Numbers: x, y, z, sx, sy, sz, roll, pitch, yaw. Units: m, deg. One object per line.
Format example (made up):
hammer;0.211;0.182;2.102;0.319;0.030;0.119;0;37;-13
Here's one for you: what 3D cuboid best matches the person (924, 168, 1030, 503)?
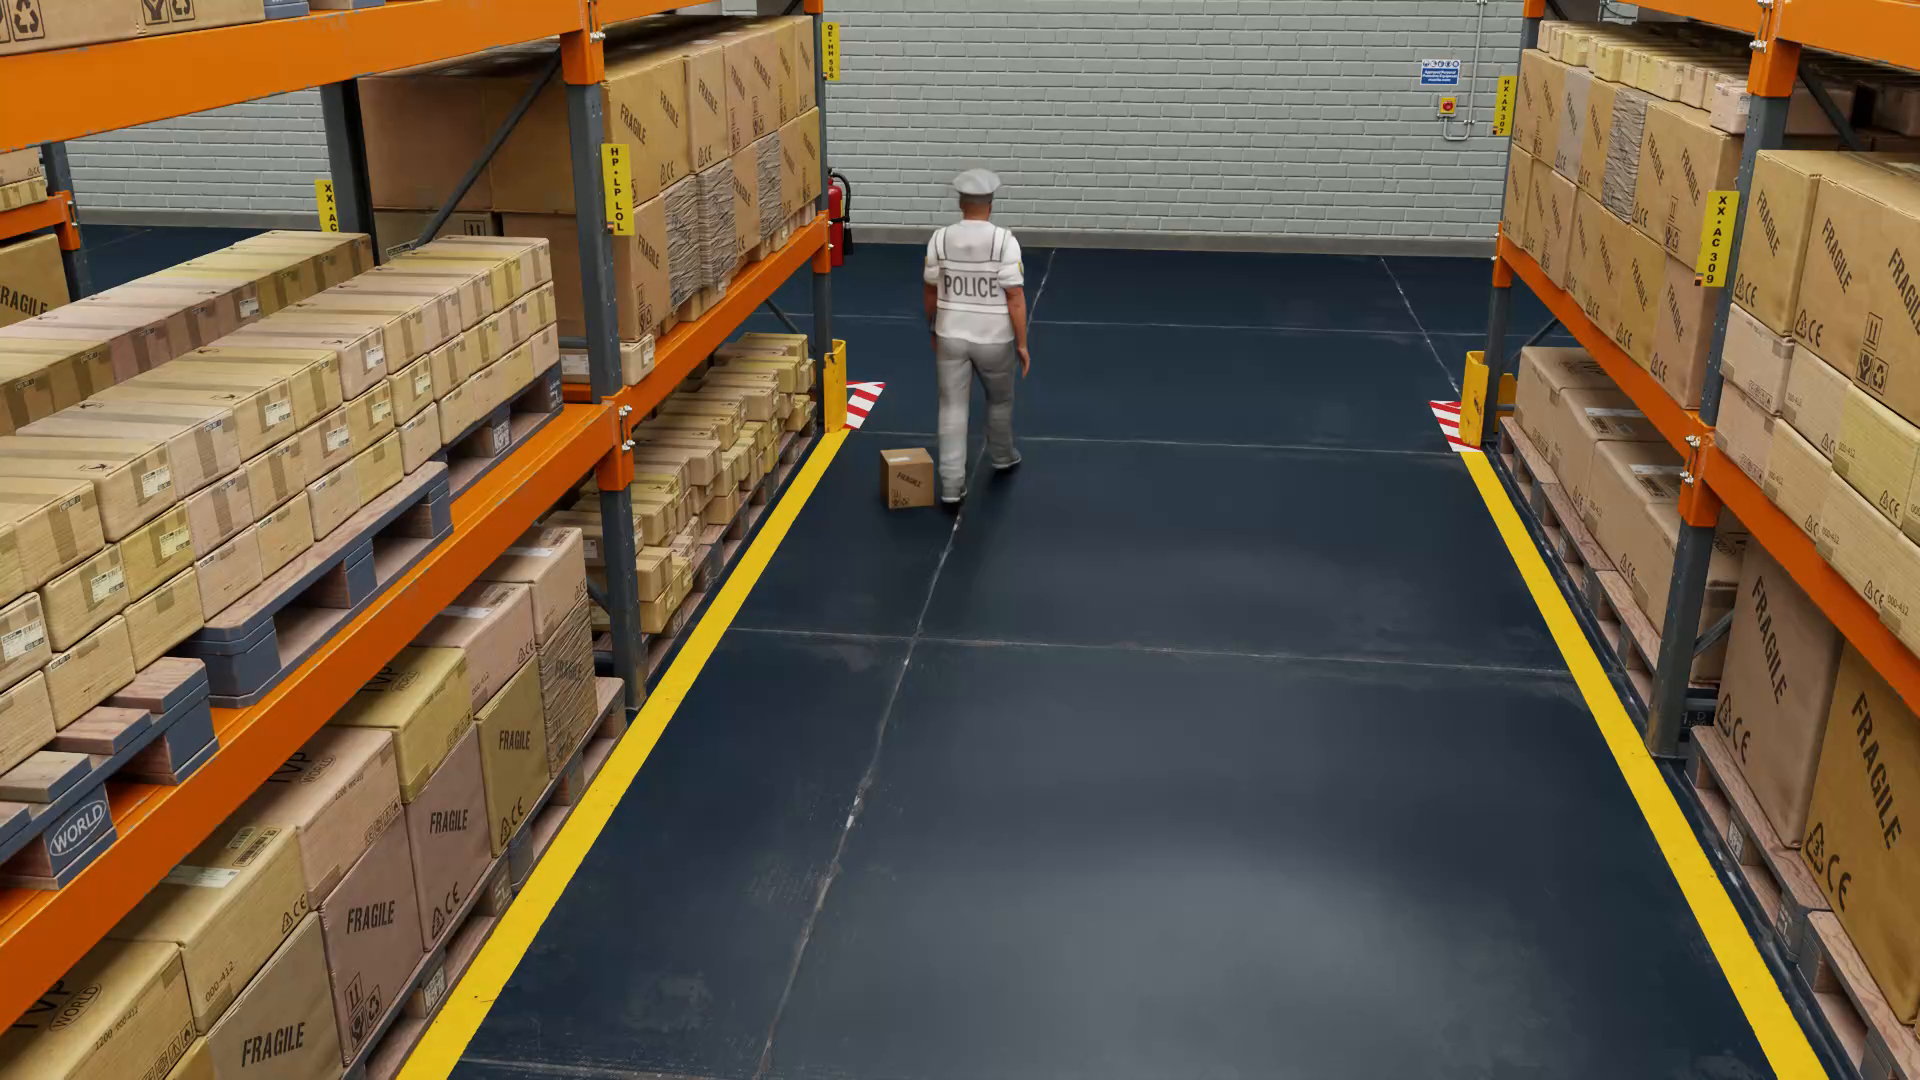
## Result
person;0.104;-1.128;8.964;0.602;1.725;0.993;3;21;9
